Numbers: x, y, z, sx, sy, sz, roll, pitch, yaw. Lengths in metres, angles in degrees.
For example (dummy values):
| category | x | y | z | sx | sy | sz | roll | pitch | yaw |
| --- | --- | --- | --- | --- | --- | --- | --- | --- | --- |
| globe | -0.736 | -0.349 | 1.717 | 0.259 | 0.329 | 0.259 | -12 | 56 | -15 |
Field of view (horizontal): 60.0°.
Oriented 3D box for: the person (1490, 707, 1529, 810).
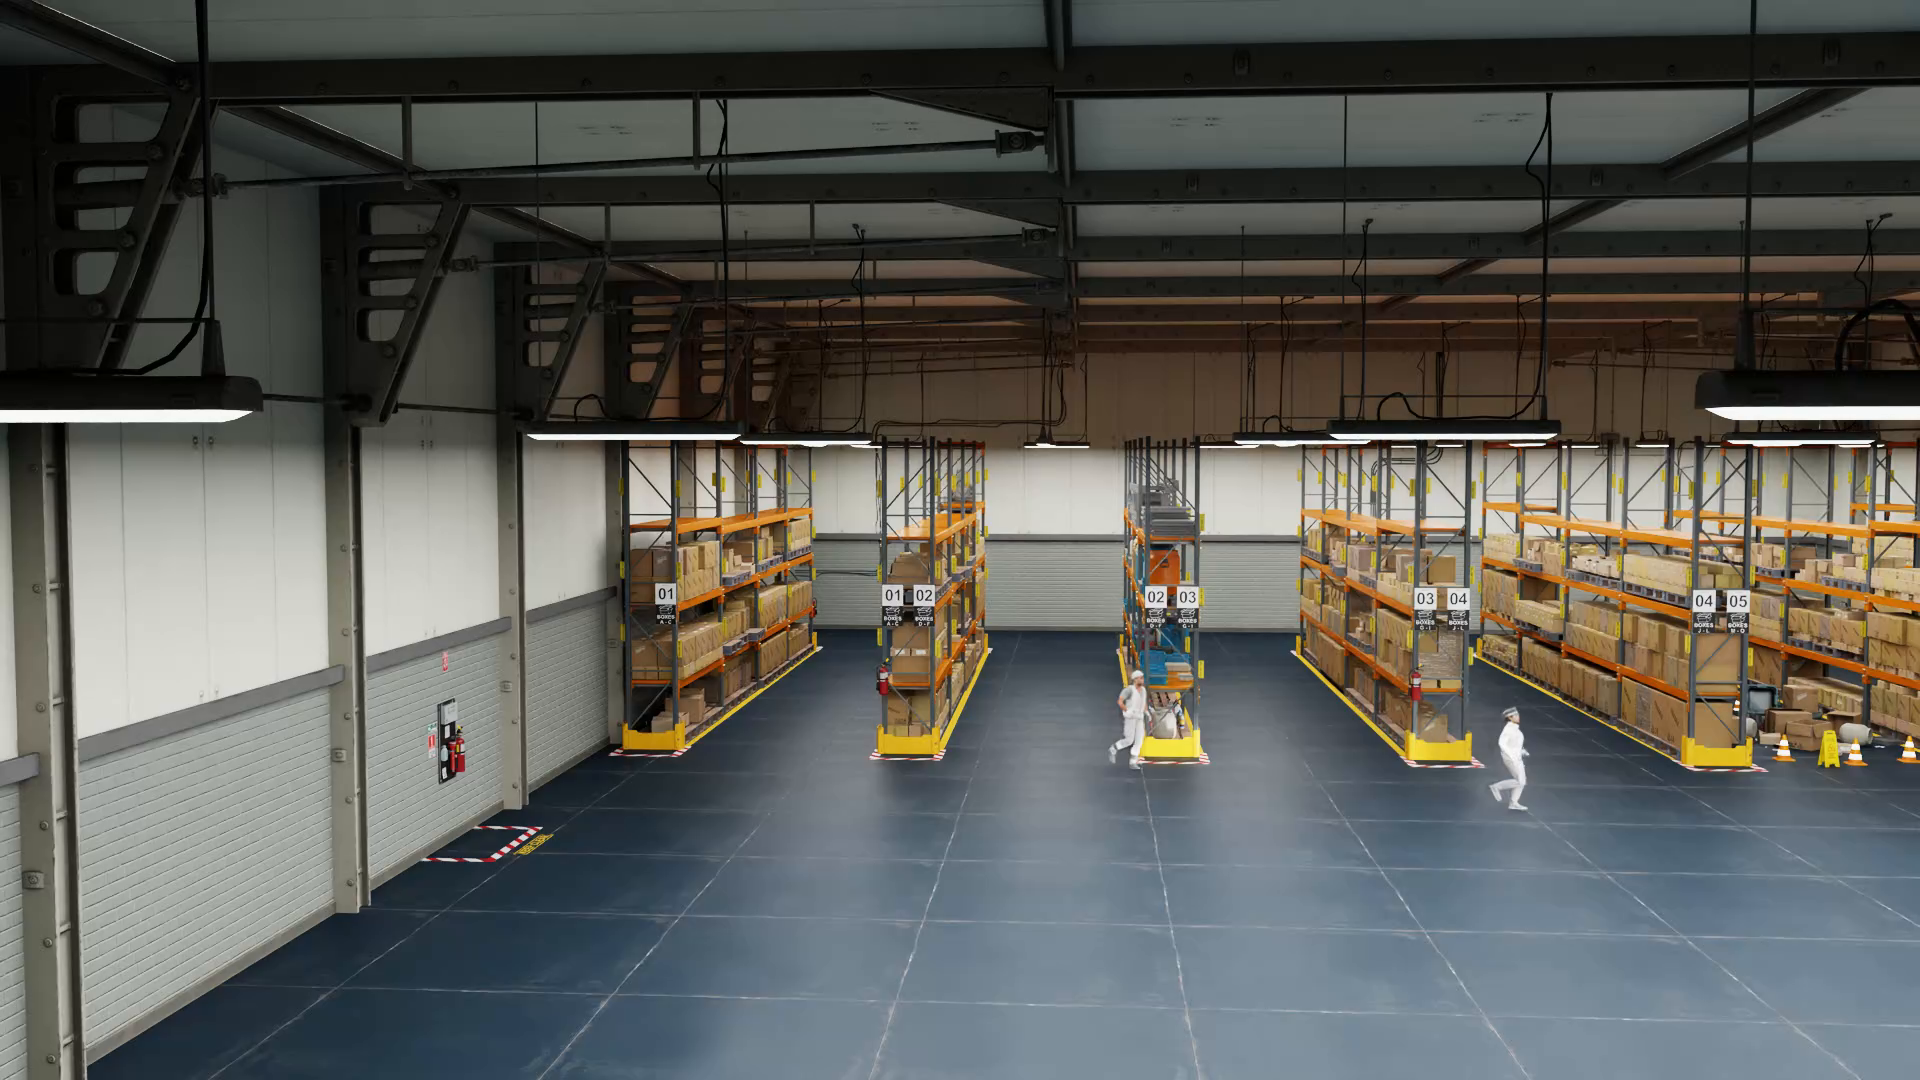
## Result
| category | x | y | z | sx | sy | sz | roll | pitch | yaw |
| --- | --- | --- | --- | --- | --- | --- | --- | --- | --- |
| person | 8.778 | 3.473 | 26.548 | 0.567 | 1.651 | 0.629 | 2 | 3 | 27 |

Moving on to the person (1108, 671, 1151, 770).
| category | x | y | z | sx | sy | sz | roll | pitch | yaw |
| --- | --- | --- | --- | --- | --- | --- | --- | --- | --- |
| person | 3.150 | 3.242 | 30.157 | 0.724 | 1.745 | 0.752 | -3 | 4 | -40 |
